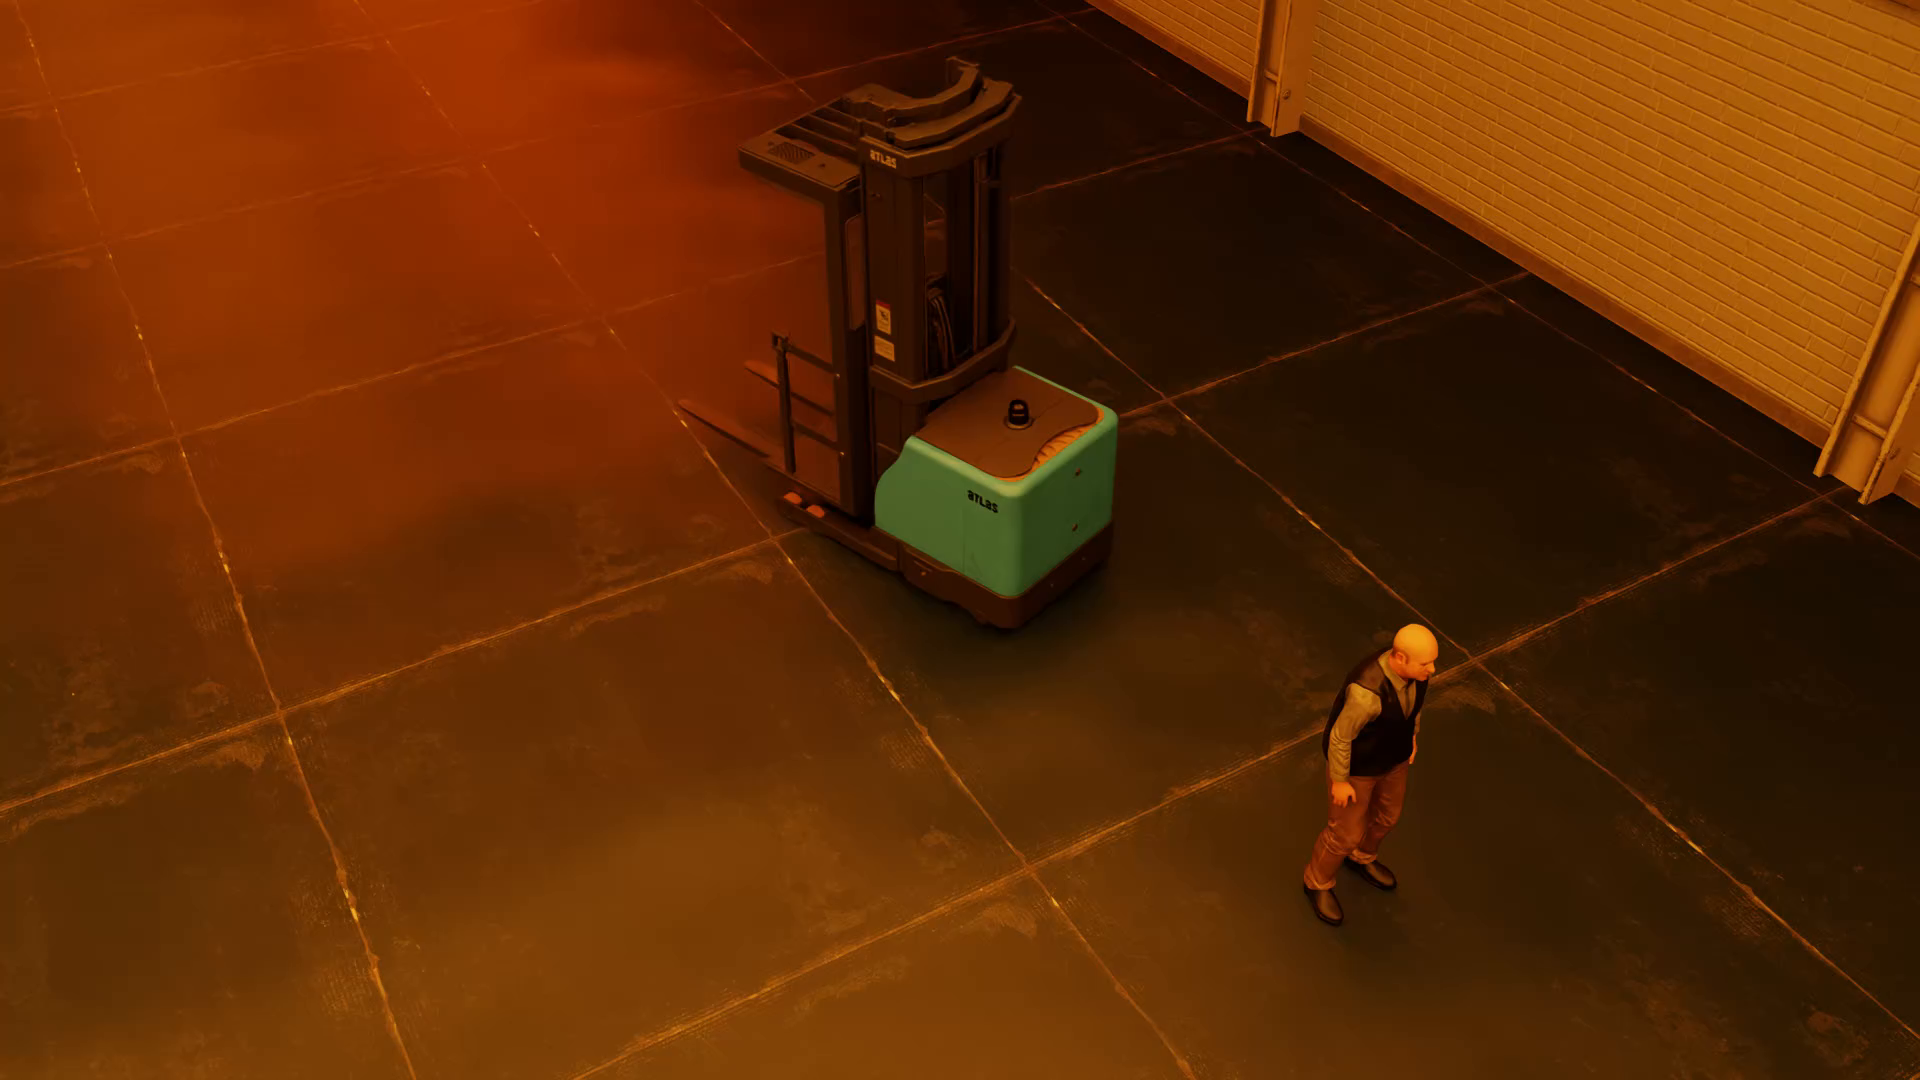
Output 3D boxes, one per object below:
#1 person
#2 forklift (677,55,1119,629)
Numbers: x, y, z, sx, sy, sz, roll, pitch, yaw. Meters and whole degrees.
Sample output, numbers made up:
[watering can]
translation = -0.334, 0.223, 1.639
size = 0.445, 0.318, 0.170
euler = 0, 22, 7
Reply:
[person]
translation = 1.915, 1.019, 7.757
size = 0.581, 1.719, 0.426
euler = -26, 46, -28
[forklift]
translation = -0.523, -1.409, 9.735
size = 3.031, 2.935, 1.130
euler = 28, 47, 30
